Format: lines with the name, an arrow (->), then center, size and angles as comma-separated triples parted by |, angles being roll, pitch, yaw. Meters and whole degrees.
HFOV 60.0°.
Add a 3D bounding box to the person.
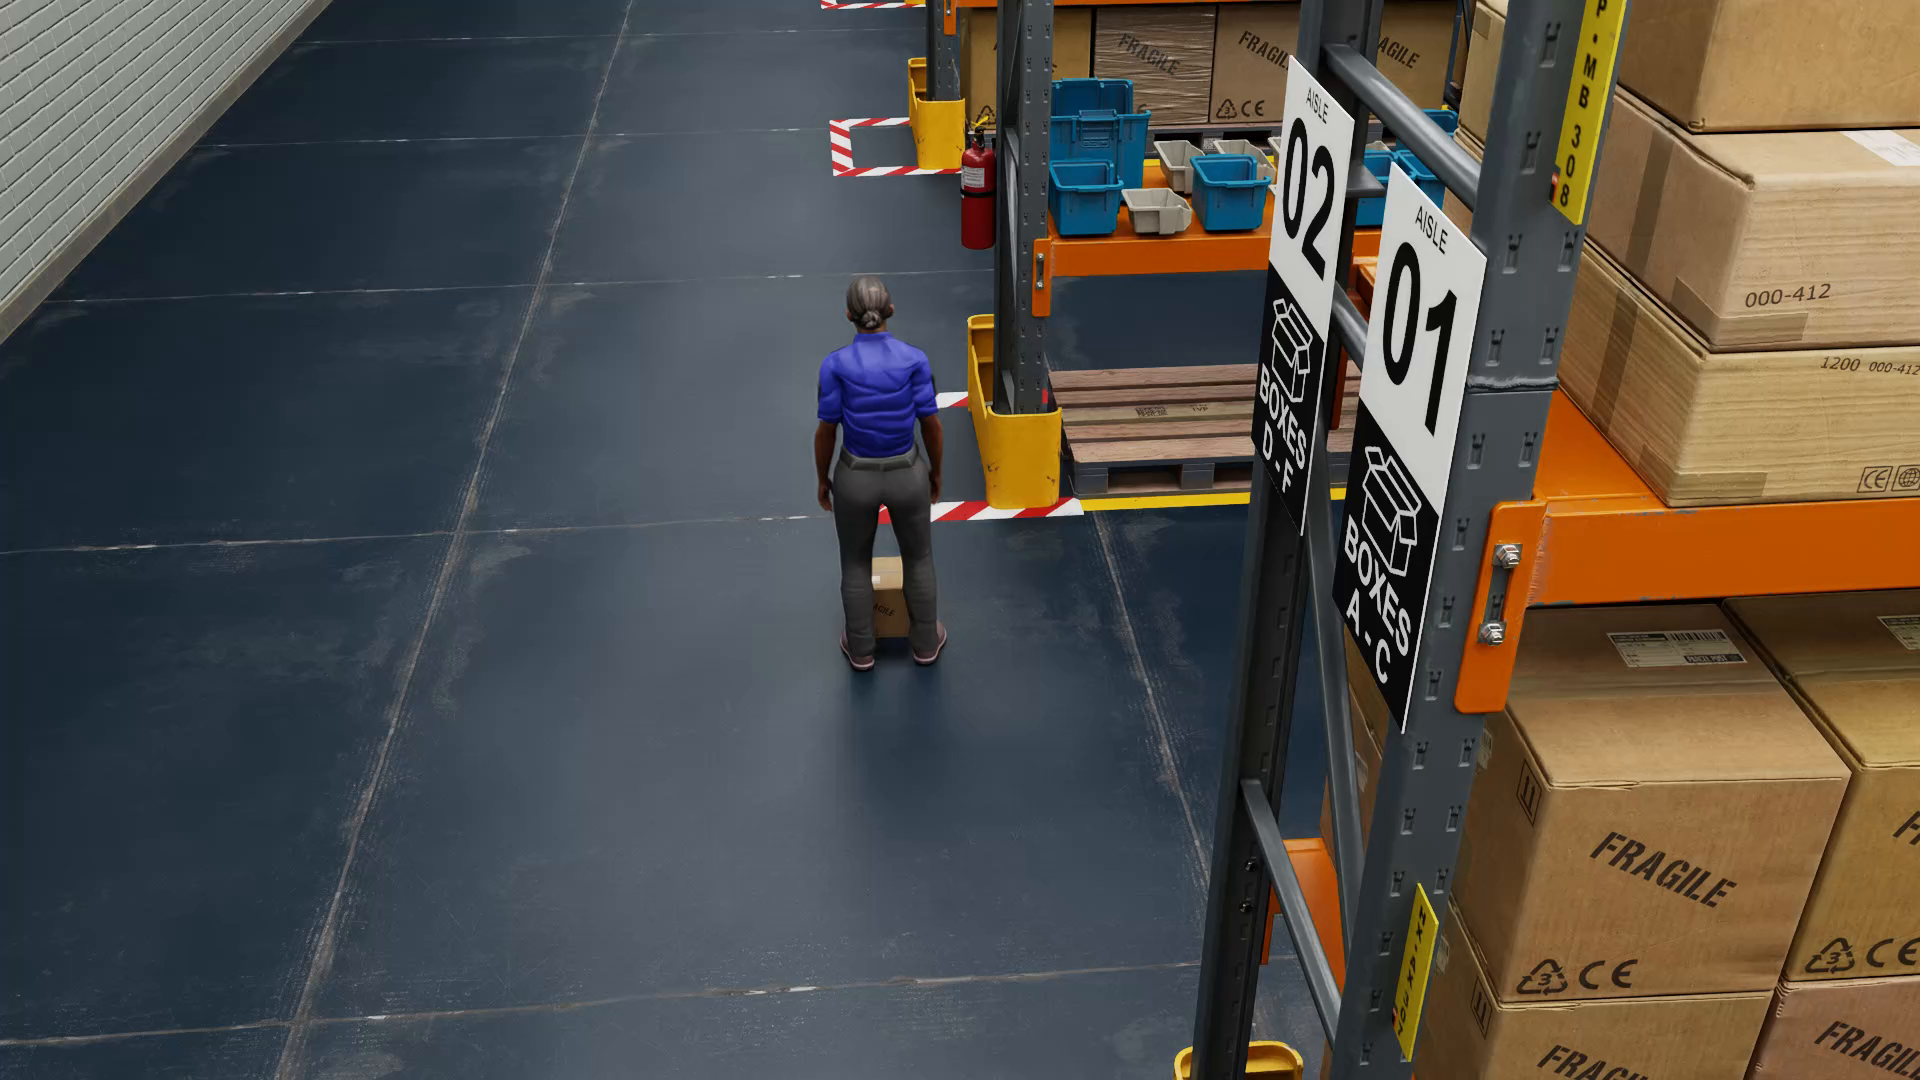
person -> -0.305, -0.237, 6.529 | 0.516, 1.654, 0.353 | -3, 31, -5
